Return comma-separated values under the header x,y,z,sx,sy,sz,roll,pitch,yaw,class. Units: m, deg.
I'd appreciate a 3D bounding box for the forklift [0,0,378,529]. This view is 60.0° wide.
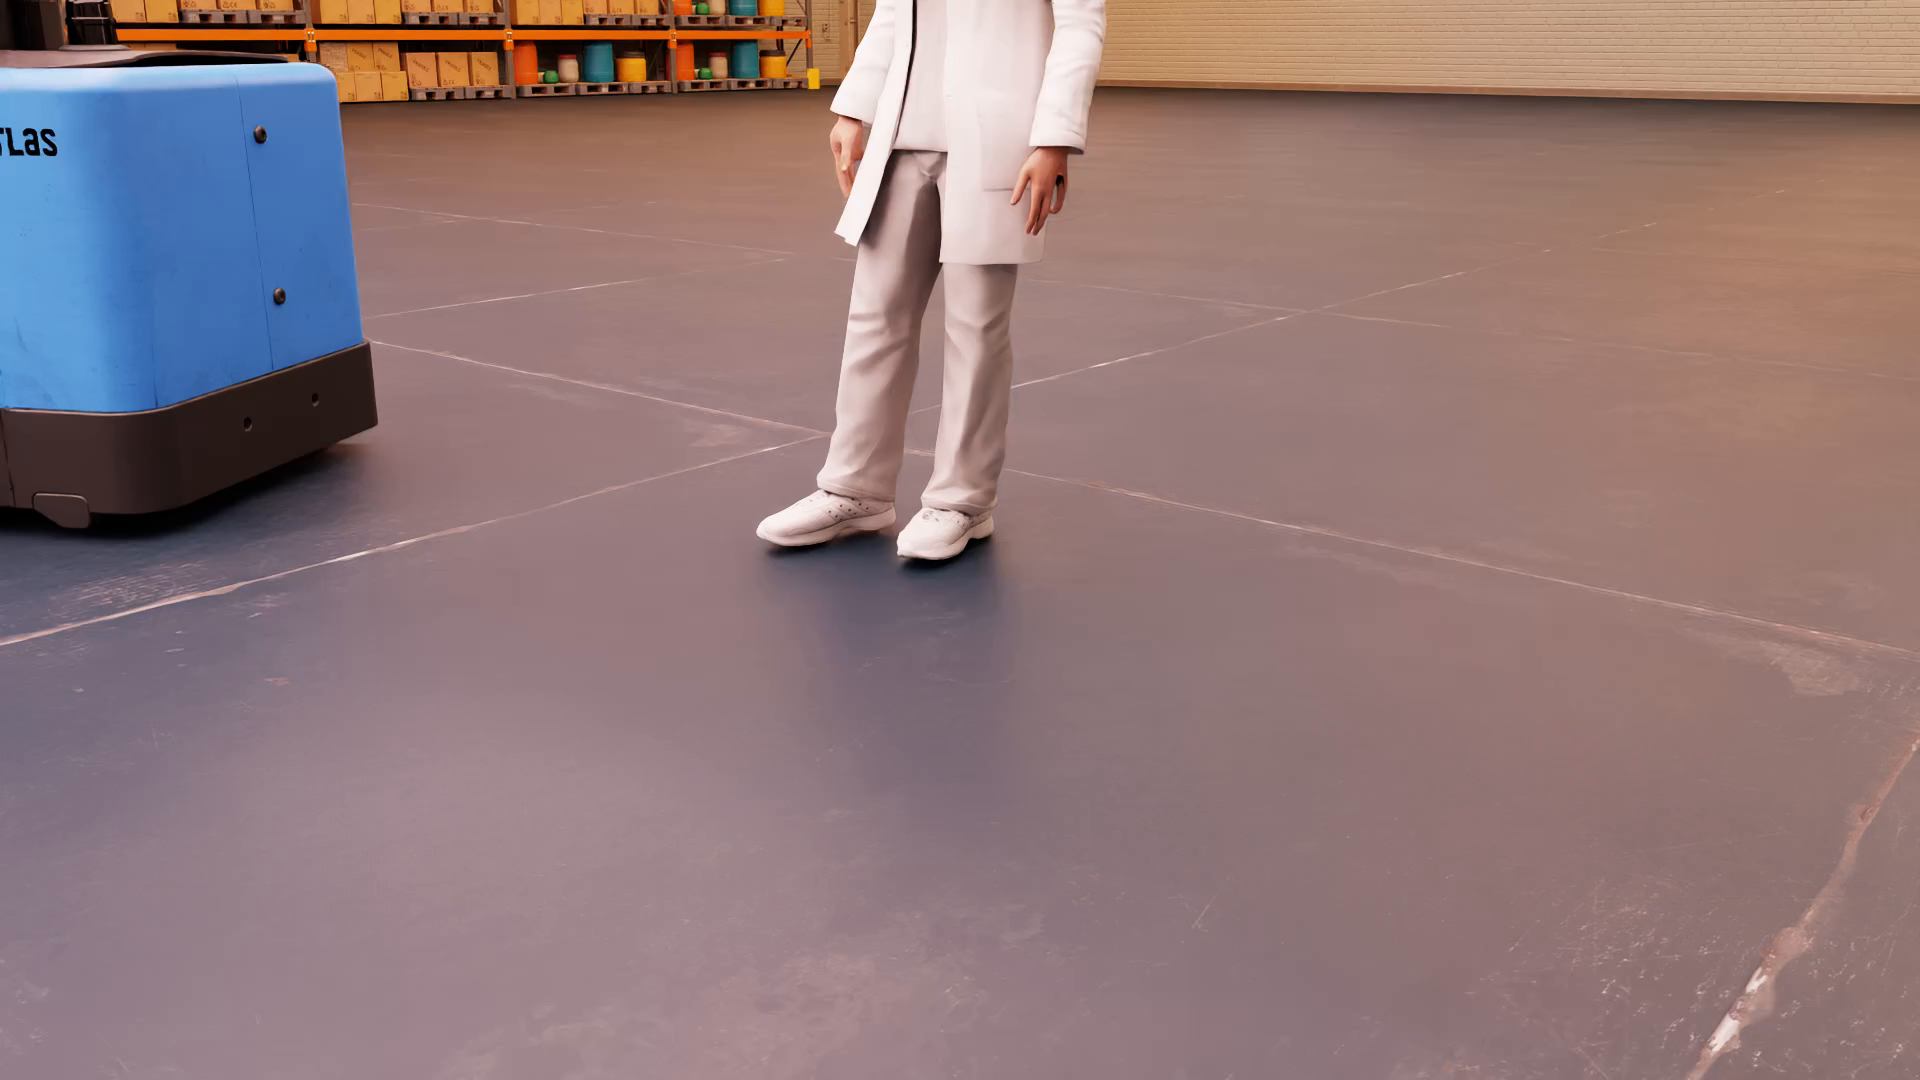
x,y,z,sx,sy,sz,roll,pitch,yaw,class
-3.246,-1.624,4.246,3.031,2.935,1.130,3,17,11,forklift

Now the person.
x,y,z,sx,sy,sz,roll,pitch,yaw,class
-0.061,-0.837,3.616,0.696,1.777,0.578,13,21,37,person
